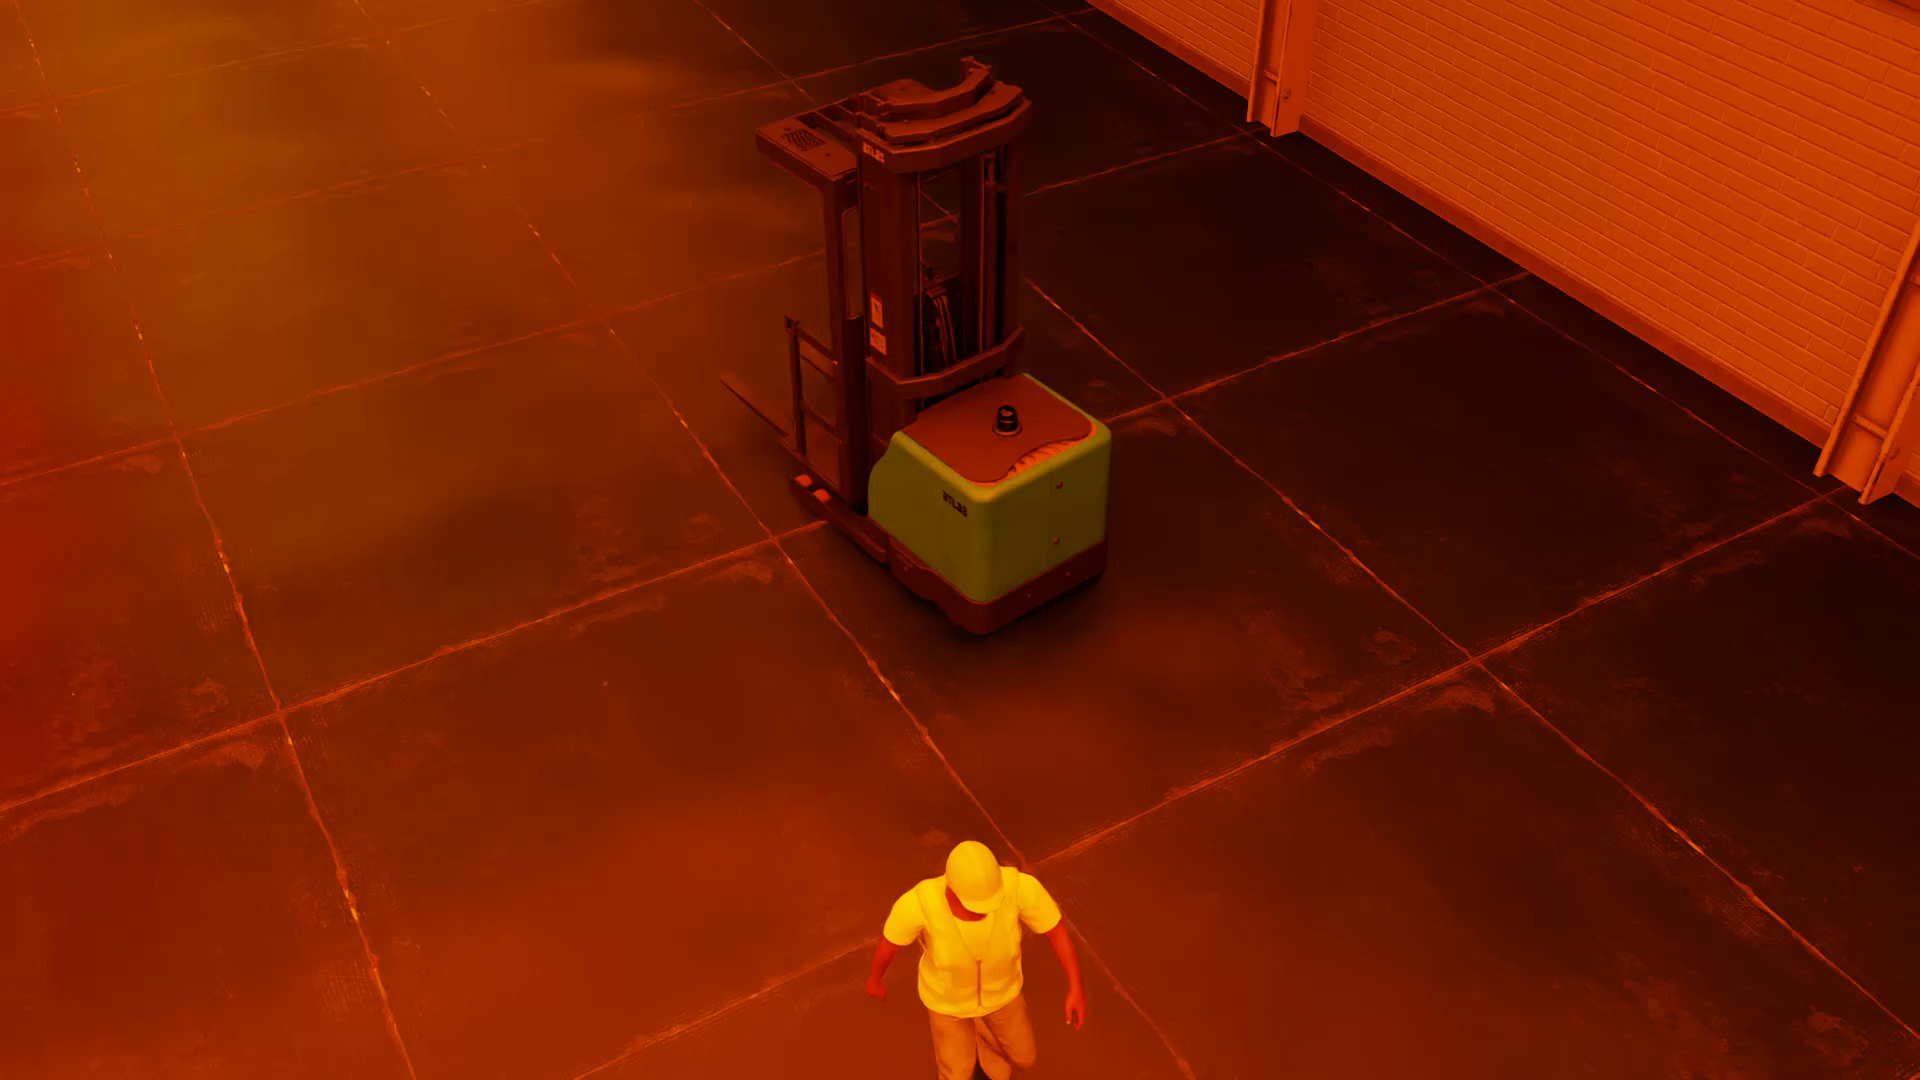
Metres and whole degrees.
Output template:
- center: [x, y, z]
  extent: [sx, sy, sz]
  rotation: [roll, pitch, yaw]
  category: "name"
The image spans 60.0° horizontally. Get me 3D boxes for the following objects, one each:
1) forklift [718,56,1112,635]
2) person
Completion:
- center: [-0.439, -1.462, 9.798]
  extent: [1.130, 2.935, 3.031]
  rotation: [-27, 47, -29]
  category: "forklift"
- center: [0.052, 1.814, 6.777]
  extent: [0.829, 1.747, 0.583]
  rotation: [-10, 41, -12]
  category: "person"
